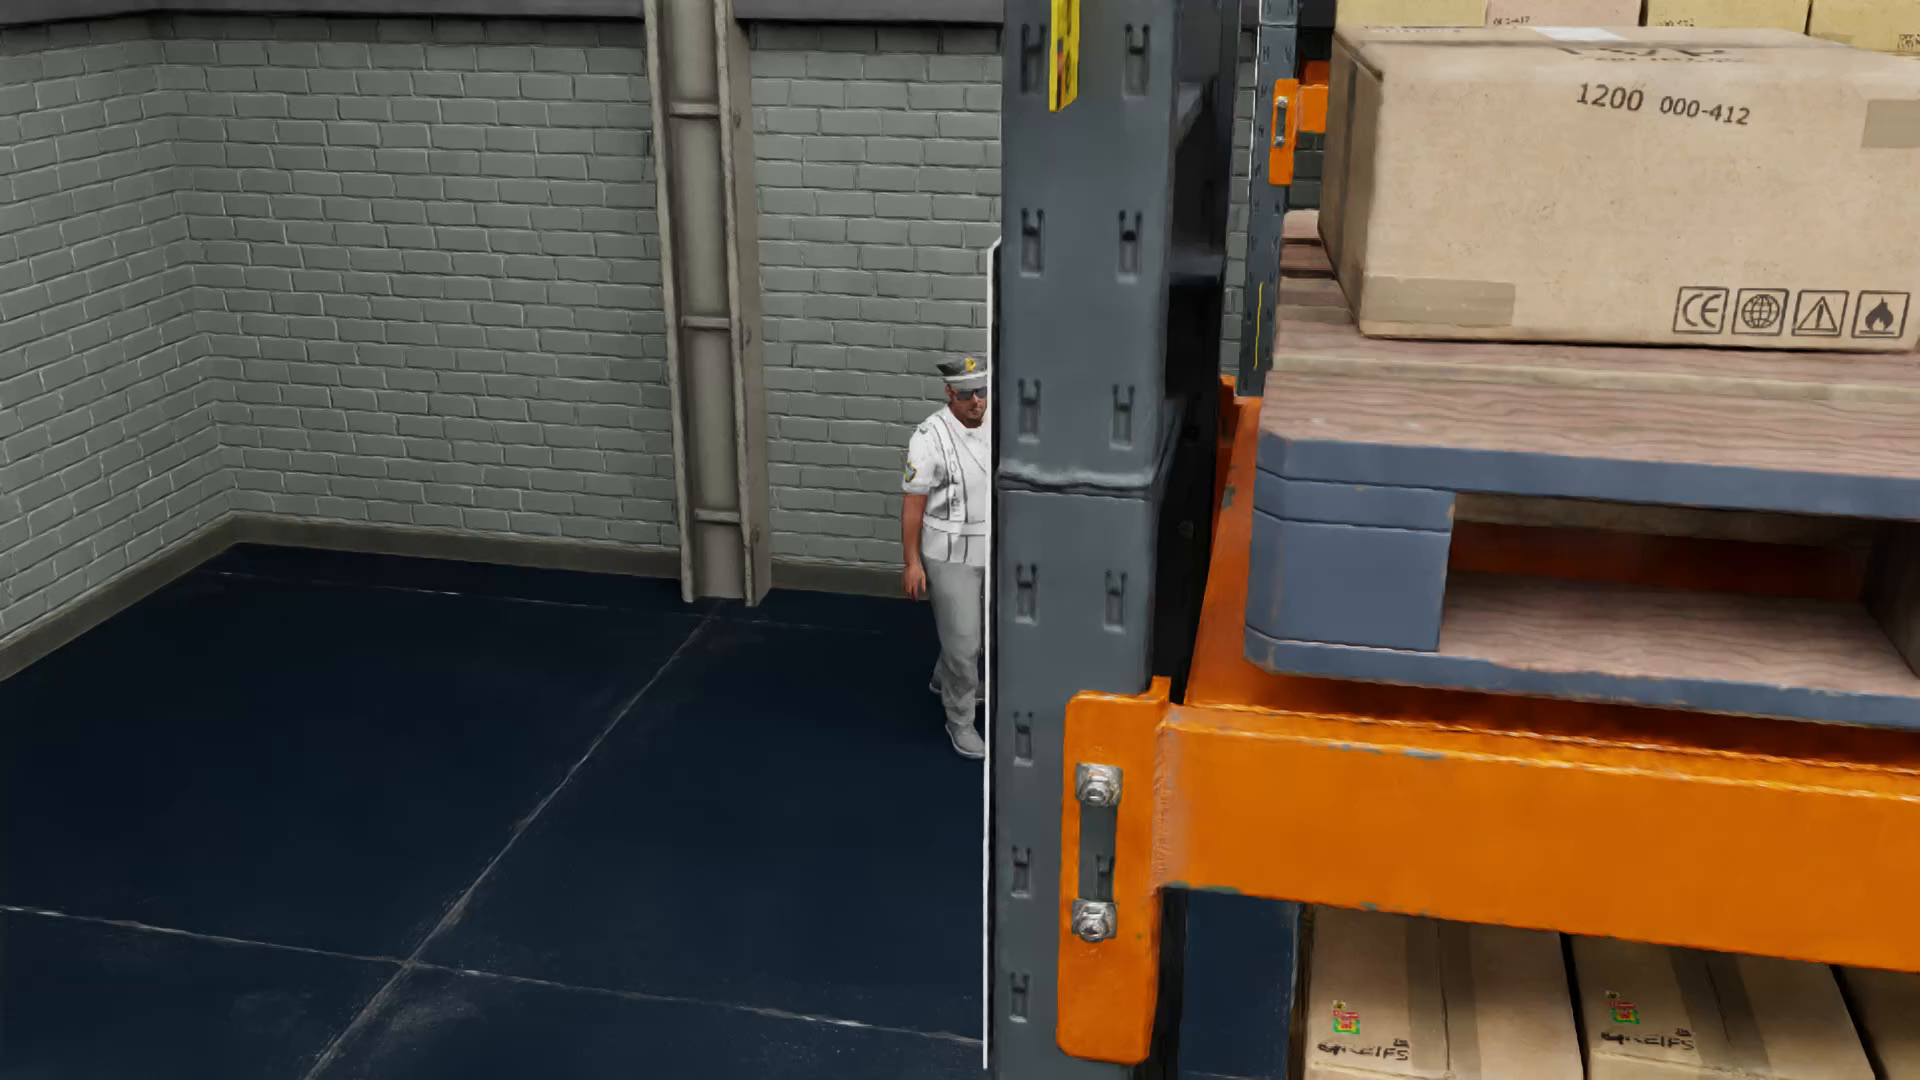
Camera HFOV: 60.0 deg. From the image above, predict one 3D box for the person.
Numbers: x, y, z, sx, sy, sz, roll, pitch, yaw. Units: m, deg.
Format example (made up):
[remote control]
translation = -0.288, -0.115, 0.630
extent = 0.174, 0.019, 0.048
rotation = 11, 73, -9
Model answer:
[person]
translation = 0.001, 0.018, 7.031
extent = 0.587, 1.751, 0.569
rotation = -16, 26, -34
